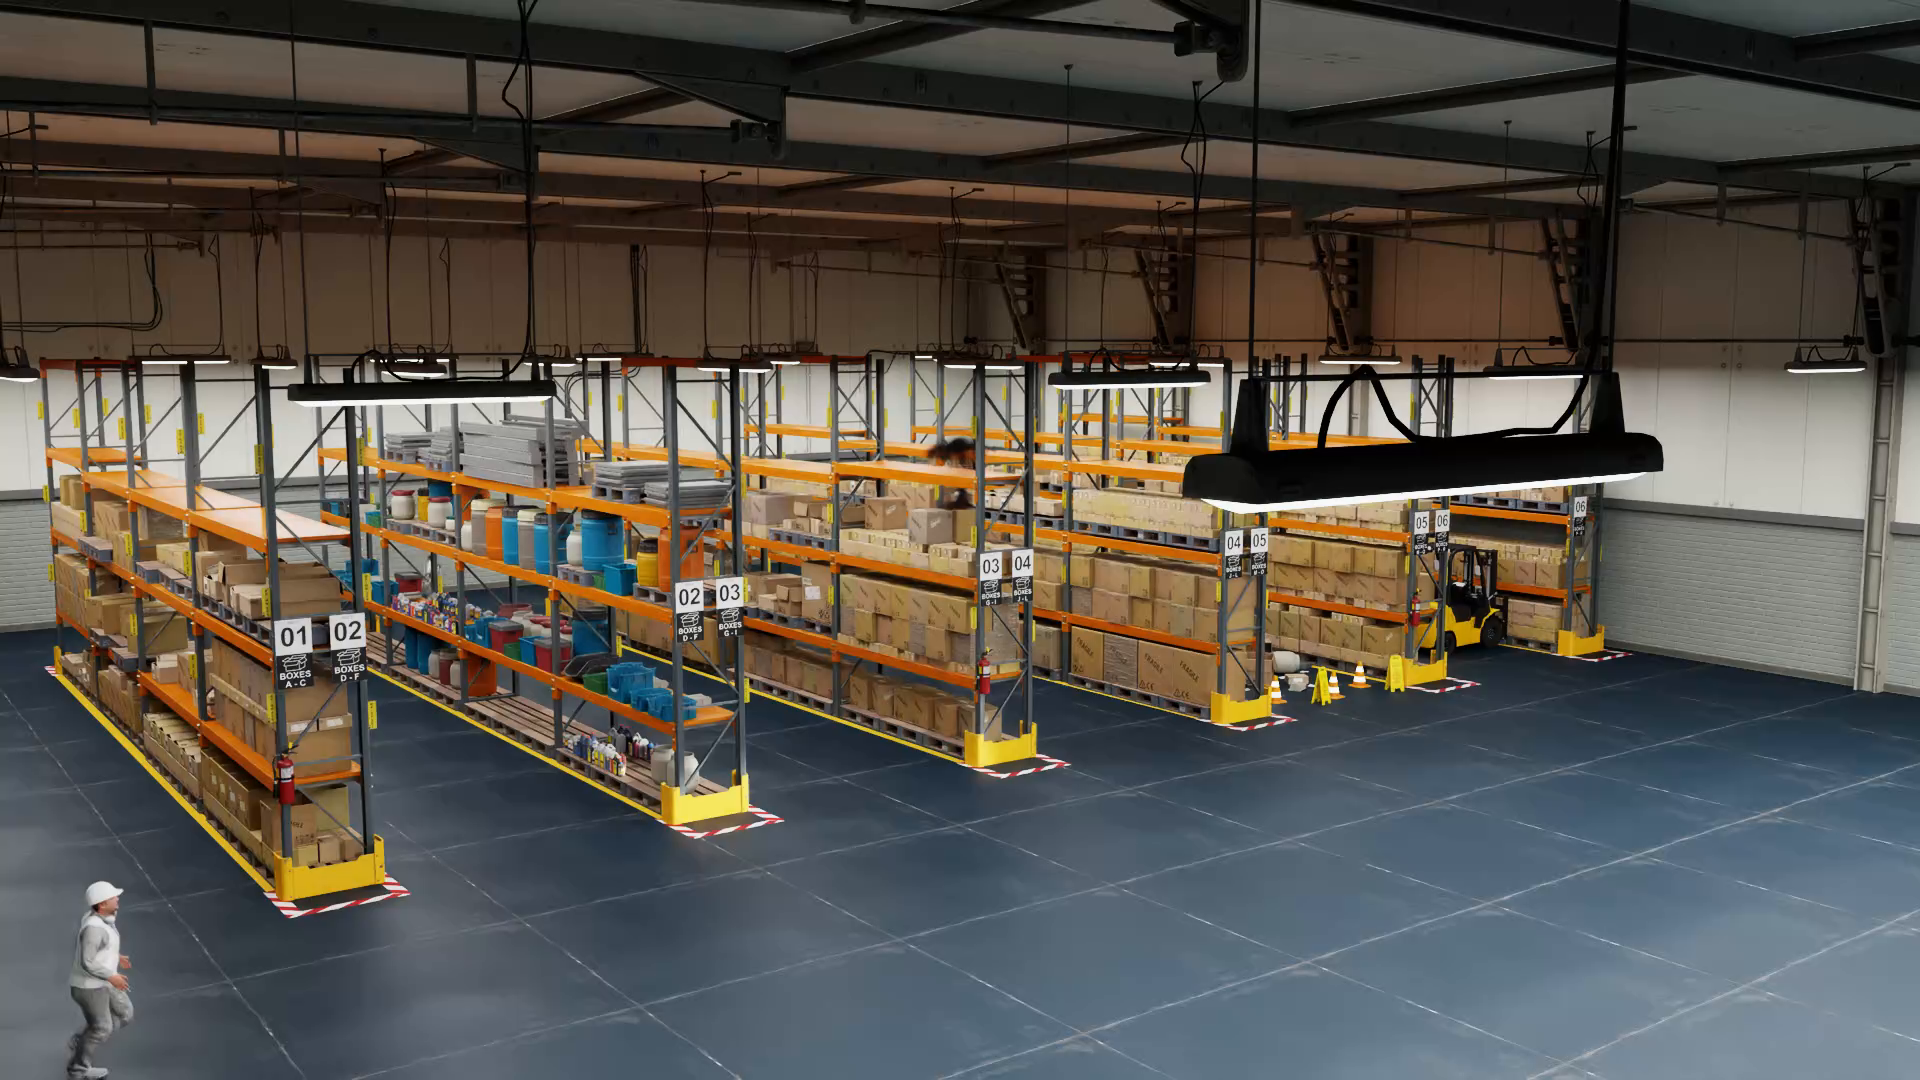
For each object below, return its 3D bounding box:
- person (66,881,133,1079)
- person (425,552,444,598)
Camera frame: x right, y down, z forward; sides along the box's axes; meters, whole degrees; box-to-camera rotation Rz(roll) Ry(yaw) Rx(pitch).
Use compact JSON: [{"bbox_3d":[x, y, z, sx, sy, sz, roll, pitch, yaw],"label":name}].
[{"bbox_3d":[-7.420,3.776,14.300,0.546,1.711,0.637,-2,7,-19],"label":"person"},{"bbox_3d":[-11.838,1.018,37.551,0.513,1.630,0.639,-1,7,-9],"label":"person"}]
